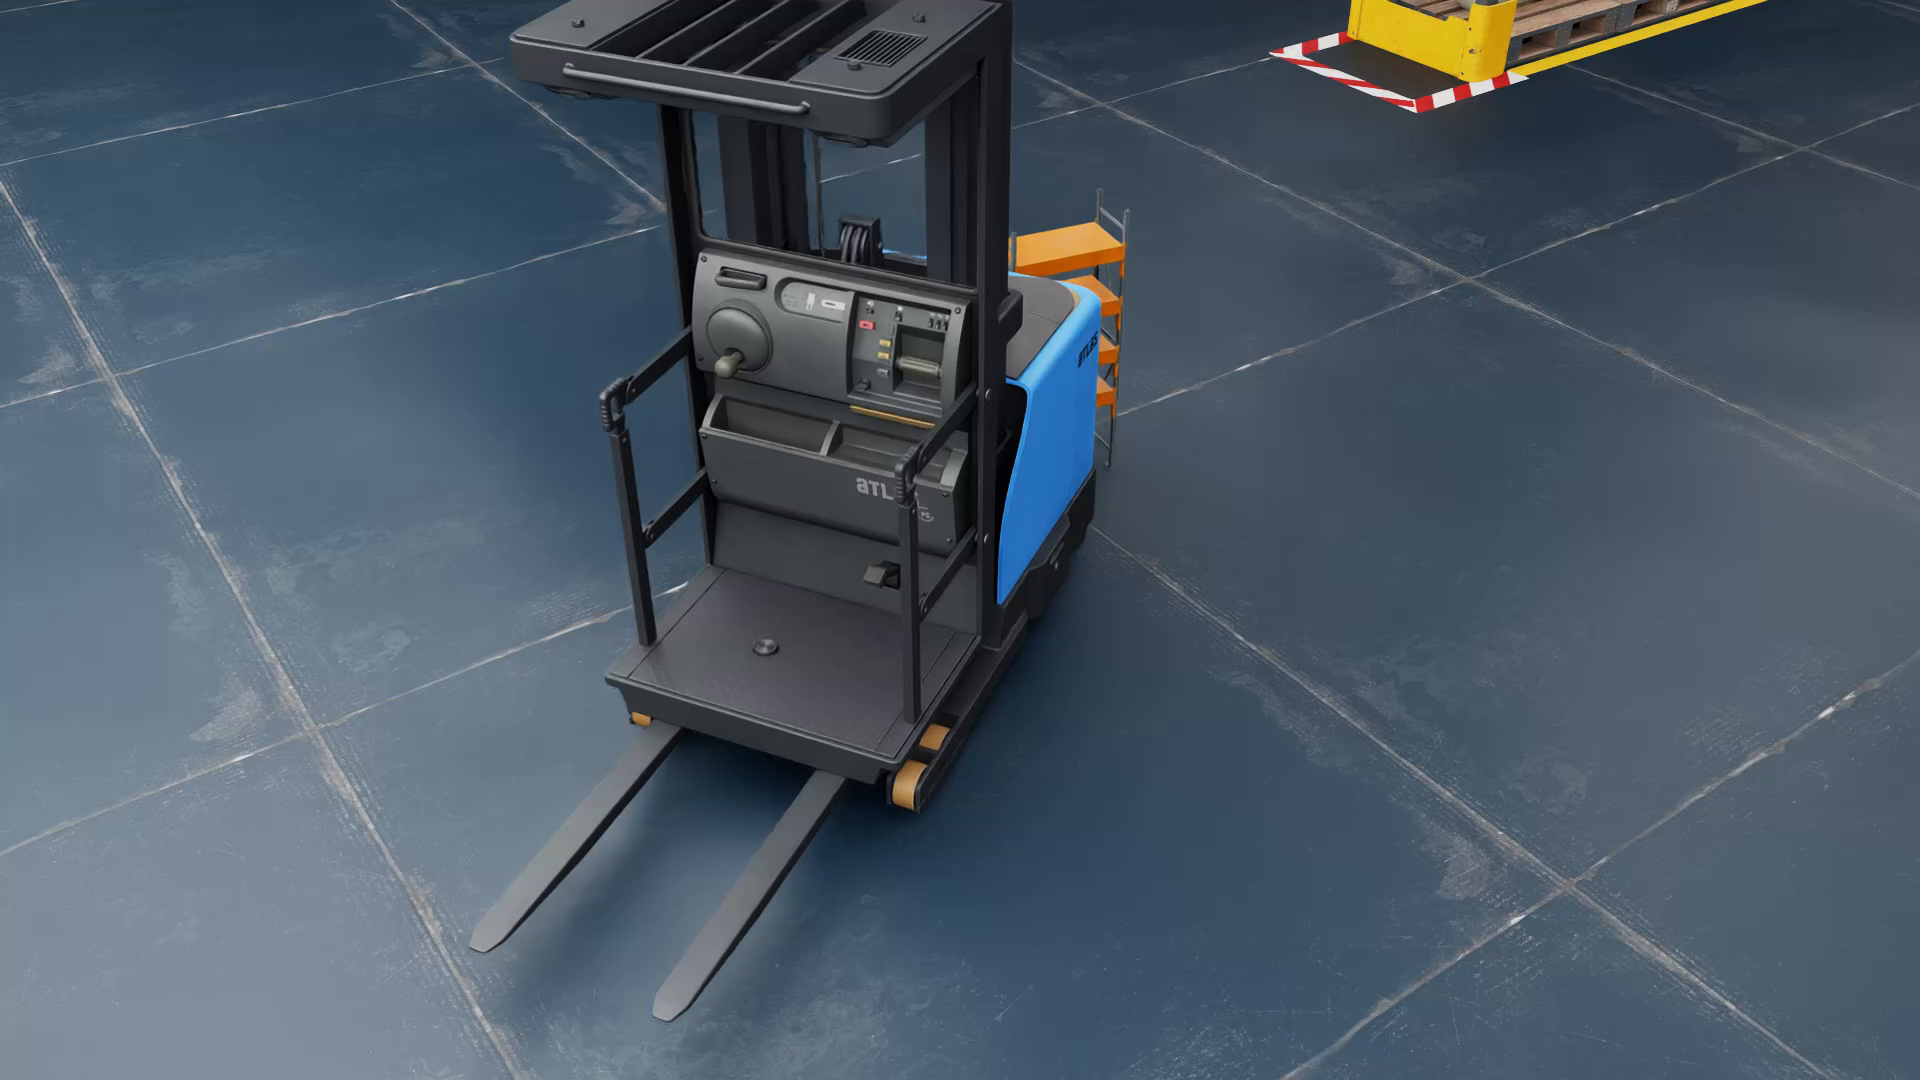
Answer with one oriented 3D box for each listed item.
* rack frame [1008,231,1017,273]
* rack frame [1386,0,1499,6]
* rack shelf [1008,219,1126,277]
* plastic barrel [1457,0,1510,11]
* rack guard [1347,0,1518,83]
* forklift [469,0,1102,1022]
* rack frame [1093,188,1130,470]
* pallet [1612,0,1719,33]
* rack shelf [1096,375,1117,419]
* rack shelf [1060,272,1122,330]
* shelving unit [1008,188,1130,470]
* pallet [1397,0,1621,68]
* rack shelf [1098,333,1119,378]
[{"bbox_3d":[0.161,-0.741,6.752,0.015,1.200,0.240,-15,38,-19],"label":"rack frame"},{"bbox_3d":[3.134,-4.498,10.436,0.127,3.000,1.000,-22,41,-28],"label":"rack frame"},{"bbox_3d":[0.384,-1.118,6.604,0.480,0.148,0.258,-15,38,-19],"label":"rack shelf"},{"bbox_3d":[3.628,-3.917,11.398,0.421,0.512,0.421,0,36,0],"label":"plastic barrel"},{"bbox_3d":[3.169,-3.532,11.232,0.348,0.500,1.175,-22,41,-28],"label":"rack guard"},{"bbox_3d":[-0.502,-0.582,5.049,1.130,2.935,3.031,14,38,19],"label":"forklift"},{"bbox_3d":[0.607,-0.857,6.914,0.015,1.200,0.240,-15,38,-19],"label":"rack frame"},{"bbox_3d":[4.833,-4.093,12.260,1.213,0.211,1.003,-22,41,-28],"label":"pallet"},{"bbox_3d":[0.384,-0.583,6.988,0.480,0.148,0.258,-15,38,-19],"label":"rack shelf"},{"bbox_3d":[0.384,-0.926,6.742,0.480,0.148,0.258,-15,38,-19],"label":"rack shelf"},{"bbox_3d":[0.384,-0.799,6.833,0.503,1.200,0.258,-15,38,-19],"label":"shelving unit"},{"bbox_3d":[3.836,-3.685,11.693,1.213,0.211,1.003,-22,41,-28],"label":"pallet"},{"bbox_3d":[0.384,-0.744,6.872,0.480,0.148,0.258,-15,38,-19],"label":"rack shelf"}]
